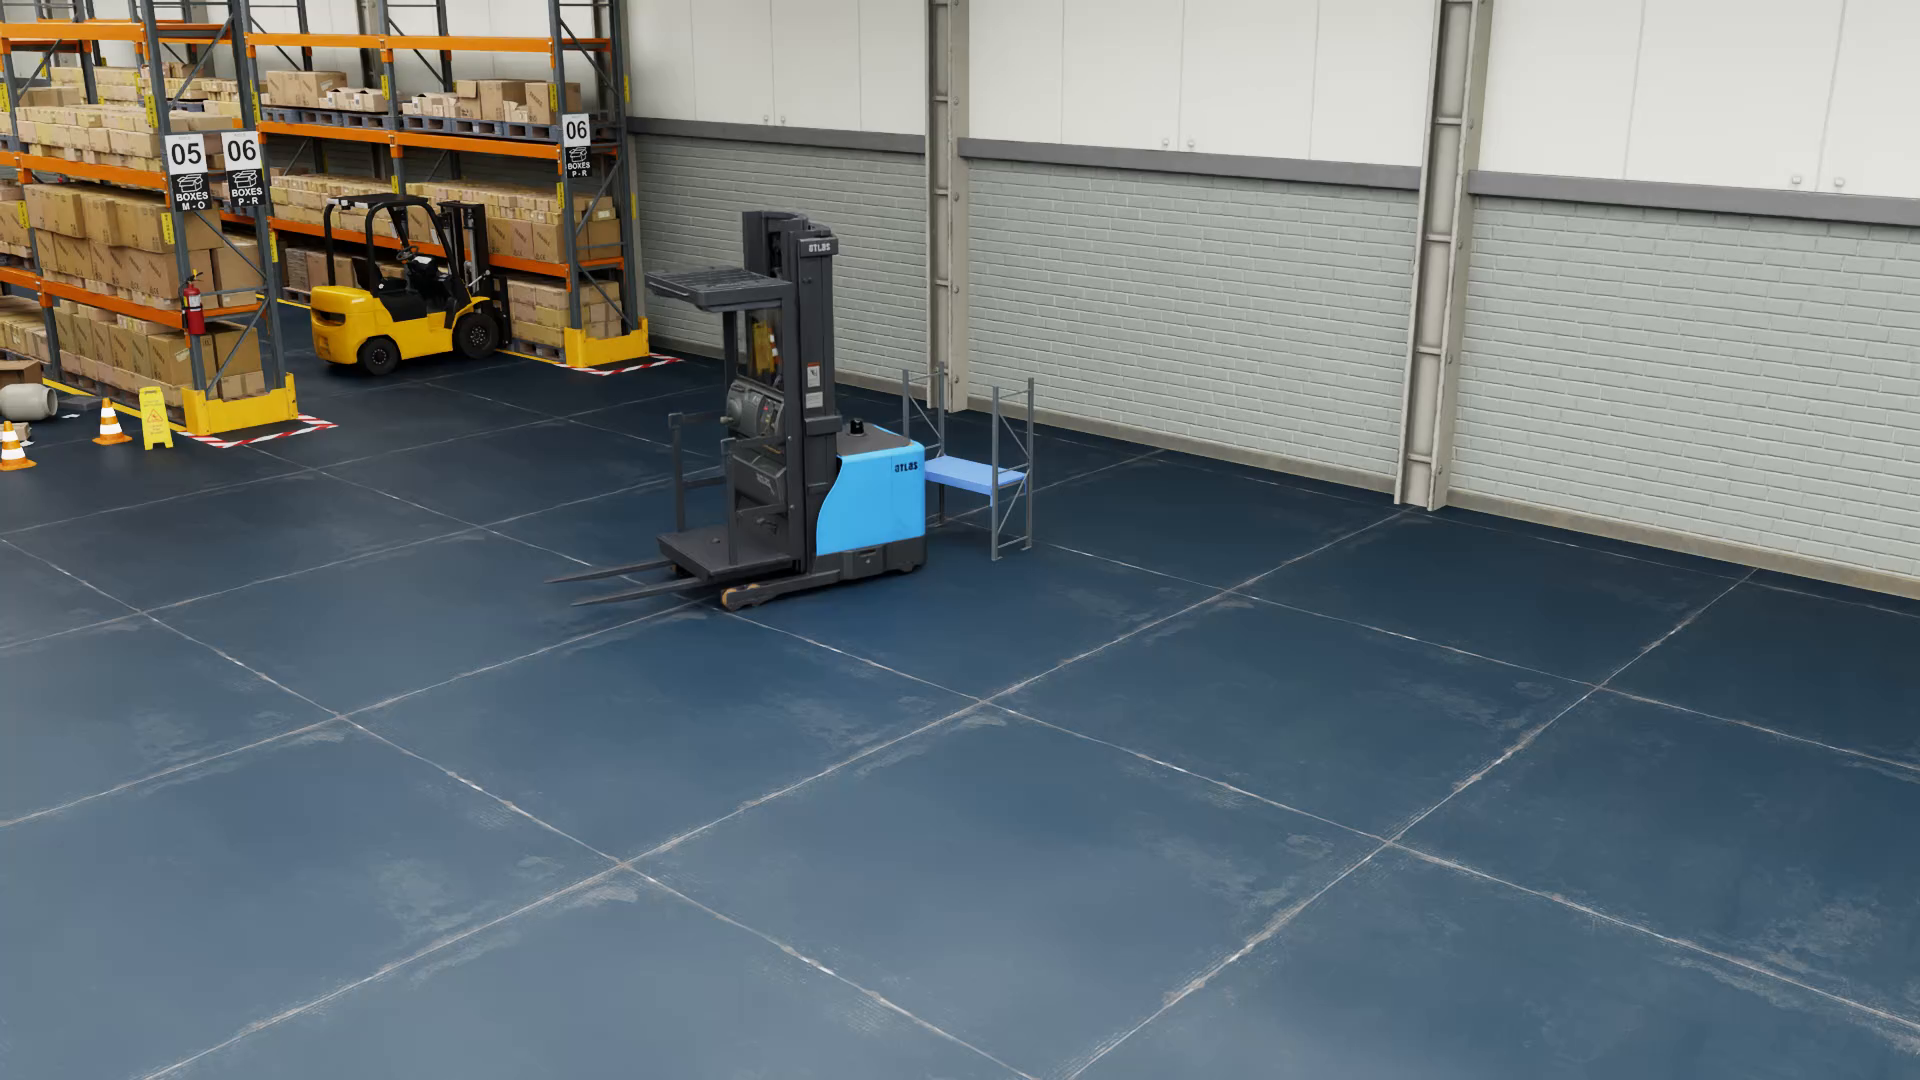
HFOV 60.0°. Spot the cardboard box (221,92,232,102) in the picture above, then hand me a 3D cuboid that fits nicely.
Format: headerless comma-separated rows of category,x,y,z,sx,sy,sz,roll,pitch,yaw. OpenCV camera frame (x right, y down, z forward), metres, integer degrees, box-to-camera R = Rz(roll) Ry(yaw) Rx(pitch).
cardboard box,-11.692,-7.164,26.858,0.250,0.149,0.380,15,23,39

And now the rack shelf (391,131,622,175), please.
rack shelf,-6.204,-5.326,22.667,4.000,0.370,1.077,15,23,39

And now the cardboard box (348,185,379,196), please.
cardboard box,-8.894,-5.215,24.847,0.250,0.149,0.380,14,23,38

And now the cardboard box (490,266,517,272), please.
cardboard box,-6.445,-3.749,23.665,0.500,0.250,0.500,15,23,40

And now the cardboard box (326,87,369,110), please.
cardboard box,-8.977,-6.521,24.528,0.500,0.311,0.500,14,22,37

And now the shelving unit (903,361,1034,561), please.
shelving unit,0.064,-0.698,14.331,1.048,1.500,0.538,15,23,39

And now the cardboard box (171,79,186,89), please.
cardboard box,-12.902,-7.606,27.725,0.250,0.149,0.380,15,23,40

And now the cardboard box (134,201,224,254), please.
cardboard box,-8.527,-3.433,18.162,0.500,0.500,0.700,14,23,38

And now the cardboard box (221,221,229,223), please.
cardboard box,-13.216,-5.557,29.528,0.250,0.149,0.380,14,22,37

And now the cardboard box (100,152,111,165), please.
cardboard box,-9.391,-4.296,18.646,0.250,0.149,0.380,14,22,38

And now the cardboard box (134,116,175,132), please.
cardboard box,-8.616,-4.466,17.863,0.250,0.149,0.380,16,23,40

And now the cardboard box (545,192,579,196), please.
cardboard box,-5.372,-4.615,22.467,0.250,0.149,0.380,15,23,40

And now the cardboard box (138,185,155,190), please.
cardboard box,-14.226,-6.365,29.465,0.500,0.250,0.500,16,23,41

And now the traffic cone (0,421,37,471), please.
traffic cone,-9.660,-0.980,16.935,0.334,0.463,0.336,15,23,39

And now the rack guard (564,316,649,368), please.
rack guard,-4.690,-2.642,22.109,0.348,0.500,1.175,15,23,39

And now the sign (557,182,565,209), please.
sign,-5.078,-4.383,21.158,0.005,0.325,0.100,15,23,39

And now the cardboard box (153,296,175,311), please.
cardboard box,-8.684,-2.647,18.409,0.250,0.149,0.380,15,23,39

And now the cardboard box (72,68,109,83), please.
cardboard box,-15.757,-8.439,30.215,0.500,0.250,0.500,15,23,38

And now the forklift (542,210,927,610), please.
forklift,-1.790,-1.034,13.023,3.031,2.935,1.130,-11,21,-31

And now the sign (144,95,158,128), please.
sign,-8.383,-4.444,17.235,0.005,0.325,0.100,15,23,39

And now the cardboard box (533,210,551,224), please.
cardboard box,-5.364,-4.246,21.793,0.250,0.149,0.380,16,23,40

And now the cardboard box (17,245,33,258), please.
cardboard box,-11.559,-3.639,20.839,0.250,0.149,0.380,15,23,40

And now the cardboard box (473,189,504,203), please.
cardboard box,-6.444,-4.722,22.802,0.250,0.149,0.380,15,23,39

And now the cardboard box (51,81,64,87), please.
cardboard box,-16.524,-8.400,30.918,0.500,0.250,0.500,15,23,39

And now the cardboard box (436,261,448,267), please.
cardboard box,-7.546,-3.839,23.949,0.500,0.250,0.500,15,23,38

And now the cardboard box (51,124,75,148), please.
cardboard box,-10.086,-4.662,19.141,0.500,0.250,0.500,15,23,40

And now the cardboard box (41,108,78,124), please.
cardboard box,-10.388,-4.911,19.265,0.250,0.149,0.380,15,23,39

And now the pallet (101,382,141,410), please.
pallet,-9.549,-1.817,19.987,1.213,0.211,1.003,15,23,39

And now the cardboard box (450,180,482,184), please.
cardboard box,-7.100,-5.084,23.944,0.250,0.149,0.380,14,23,38

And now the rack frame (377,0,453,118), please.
rack frame,-7.699,-7.501,23.370,0.127,3.000,1.000,15,23,39

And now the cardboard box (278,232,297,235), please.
cardboard box,-11.436,-5.104,28.102,0.250,0.149,0.380,14,22,37

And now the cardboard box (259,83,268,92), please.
cardboard box,-11.145,-7.137,26.278,0.250,0.149,0.380,16,24,41

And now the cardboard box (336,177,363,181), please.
cardboard box,-9.517,-5.585,26.014,0.250,0.149,0.380,15,23,39

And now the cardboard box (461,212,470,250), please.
cardboard box,-6.761,-4.338,23.158,0.500,0.500,0.500,15,23,39

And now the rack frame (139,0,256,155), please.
rack frame,-8.000,-5.574,17.298,0.127,3.000,1.000,15,23,39

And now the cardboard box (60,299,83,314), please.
cardboard box,-10.676,-2.855,20.189,0.250,0.149,0.380,15,23,40

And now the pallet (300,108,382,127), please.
pallet,-9.286,-6.444,25.312,1.213,0.211,1.003,16,24,42

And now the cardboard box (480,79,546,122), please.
cardboard box,-5.900,-5.825,22.025,0.500,0.500,0.700,15,23,40

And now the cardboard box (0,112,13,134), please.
cardboard box,-11.524,-5.160,20.508,0.500,0.250,0.500,14,23,38

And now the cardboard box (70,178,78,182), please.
cardboard box,-16.611,-6.803,31.504,0.250,0.149,0.380,15,23,39

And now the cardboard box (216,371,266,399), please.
cardboard box,-8.419,-1.828,19.265,0.500,0.250,0.500,15,23,39

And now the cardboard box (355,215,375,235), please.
cardboard box,-8.630,-4.711,24.746,0.500,0.250,0.500,15,23,39

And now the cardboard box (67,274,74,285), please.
cardboard box,-10.526,-3.176,20.077,0.250,0.149,0.380,15,23,39

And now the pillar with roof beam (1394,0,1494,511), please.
pillar with roof beam,1.488,-3.658,11.261,0.400,9.000,9.100,15,23,39

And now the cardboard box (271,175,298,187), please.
cardboard box,-10.648,-5.671,26.283,0.250,0.149,0.380,16,24,41

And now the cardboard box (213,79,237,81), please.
cardboard box,-12.211,-7.610,27.736,0.250,0.149,0.380,16,23,41

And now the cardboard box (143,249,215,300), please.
cardboard box,-8.588,-2.950,18.292,0.500,0.500,0.500,15,23,38

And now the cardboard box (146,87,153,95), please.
cardboard box,-13.553,-7.595,28.183,0.250,0.149,0.380,15,23,40

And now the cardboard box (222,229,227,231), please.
cardboard box,-12.757,-5.236,28.516,0.250,0.149,0.380,15,23,39

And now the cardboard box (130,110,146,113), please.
cardboard box,-9.247,-4.834,19.025,0.250,0.149,0.380,16,23,40

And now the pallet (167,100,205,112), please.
pallet,-12.464,-7.233,27.797,1.003,0.211,1.213,15,23,39

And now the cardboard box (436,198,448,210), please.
cardboard box,-7.092,-4.711,23.258,0.250,0.149,0.380,16,23,40
